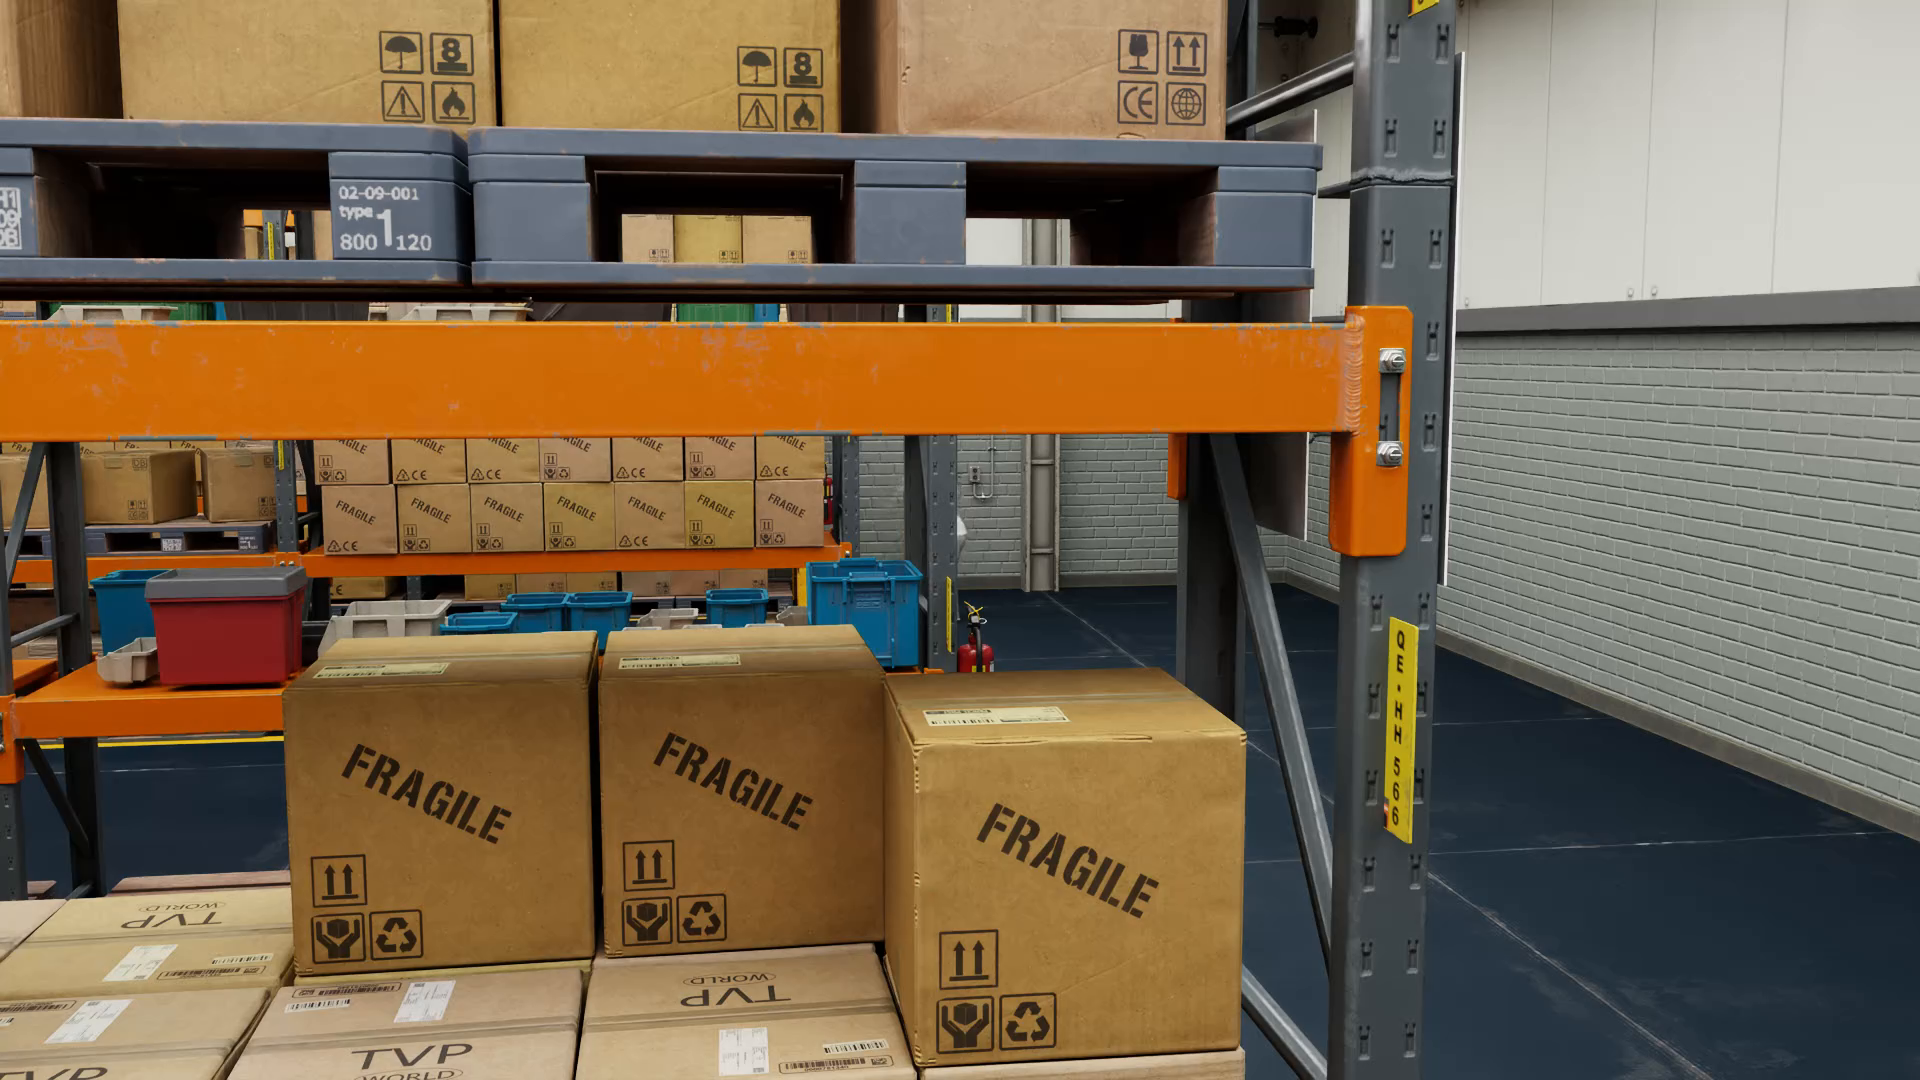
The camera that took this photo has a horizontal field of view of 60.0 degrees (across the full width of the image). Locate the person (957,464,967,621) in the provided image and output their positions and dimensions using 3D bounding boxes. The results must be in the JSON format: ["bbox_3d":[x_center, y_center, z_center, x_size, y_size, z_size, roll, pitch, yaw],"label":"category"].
[{"bbox_3d":[-0.216,0.001,16.866,0.521,1.663,0.452,-1,7,-9],"label":"person"}]
